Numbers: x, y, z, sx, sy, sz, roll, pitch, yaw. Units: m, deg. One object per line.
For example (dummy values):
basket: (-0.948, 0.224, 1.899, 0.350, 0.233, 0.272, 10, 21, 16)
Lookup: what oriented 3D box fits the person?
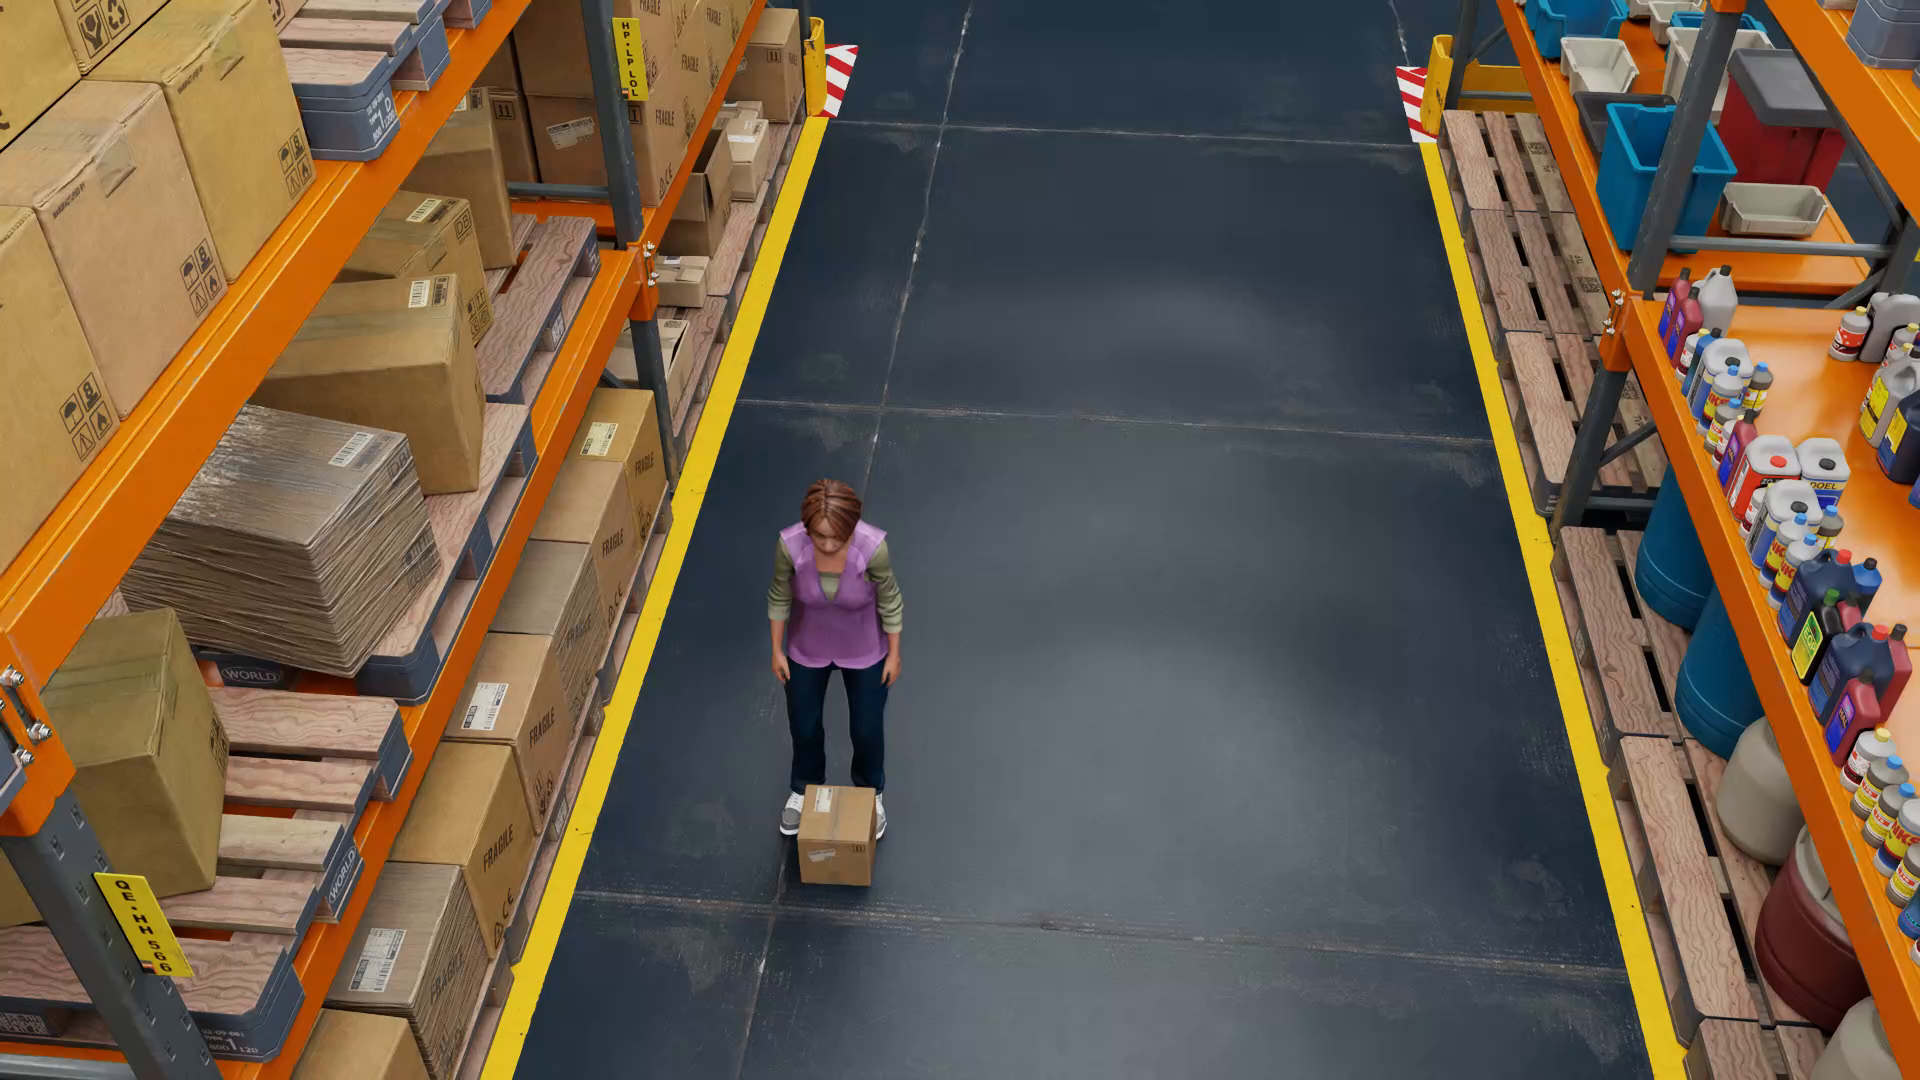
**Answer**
person: (-0.427, 0.491, 5.778, 0.470, 1.351, 0.328, 2, 41, 2)
